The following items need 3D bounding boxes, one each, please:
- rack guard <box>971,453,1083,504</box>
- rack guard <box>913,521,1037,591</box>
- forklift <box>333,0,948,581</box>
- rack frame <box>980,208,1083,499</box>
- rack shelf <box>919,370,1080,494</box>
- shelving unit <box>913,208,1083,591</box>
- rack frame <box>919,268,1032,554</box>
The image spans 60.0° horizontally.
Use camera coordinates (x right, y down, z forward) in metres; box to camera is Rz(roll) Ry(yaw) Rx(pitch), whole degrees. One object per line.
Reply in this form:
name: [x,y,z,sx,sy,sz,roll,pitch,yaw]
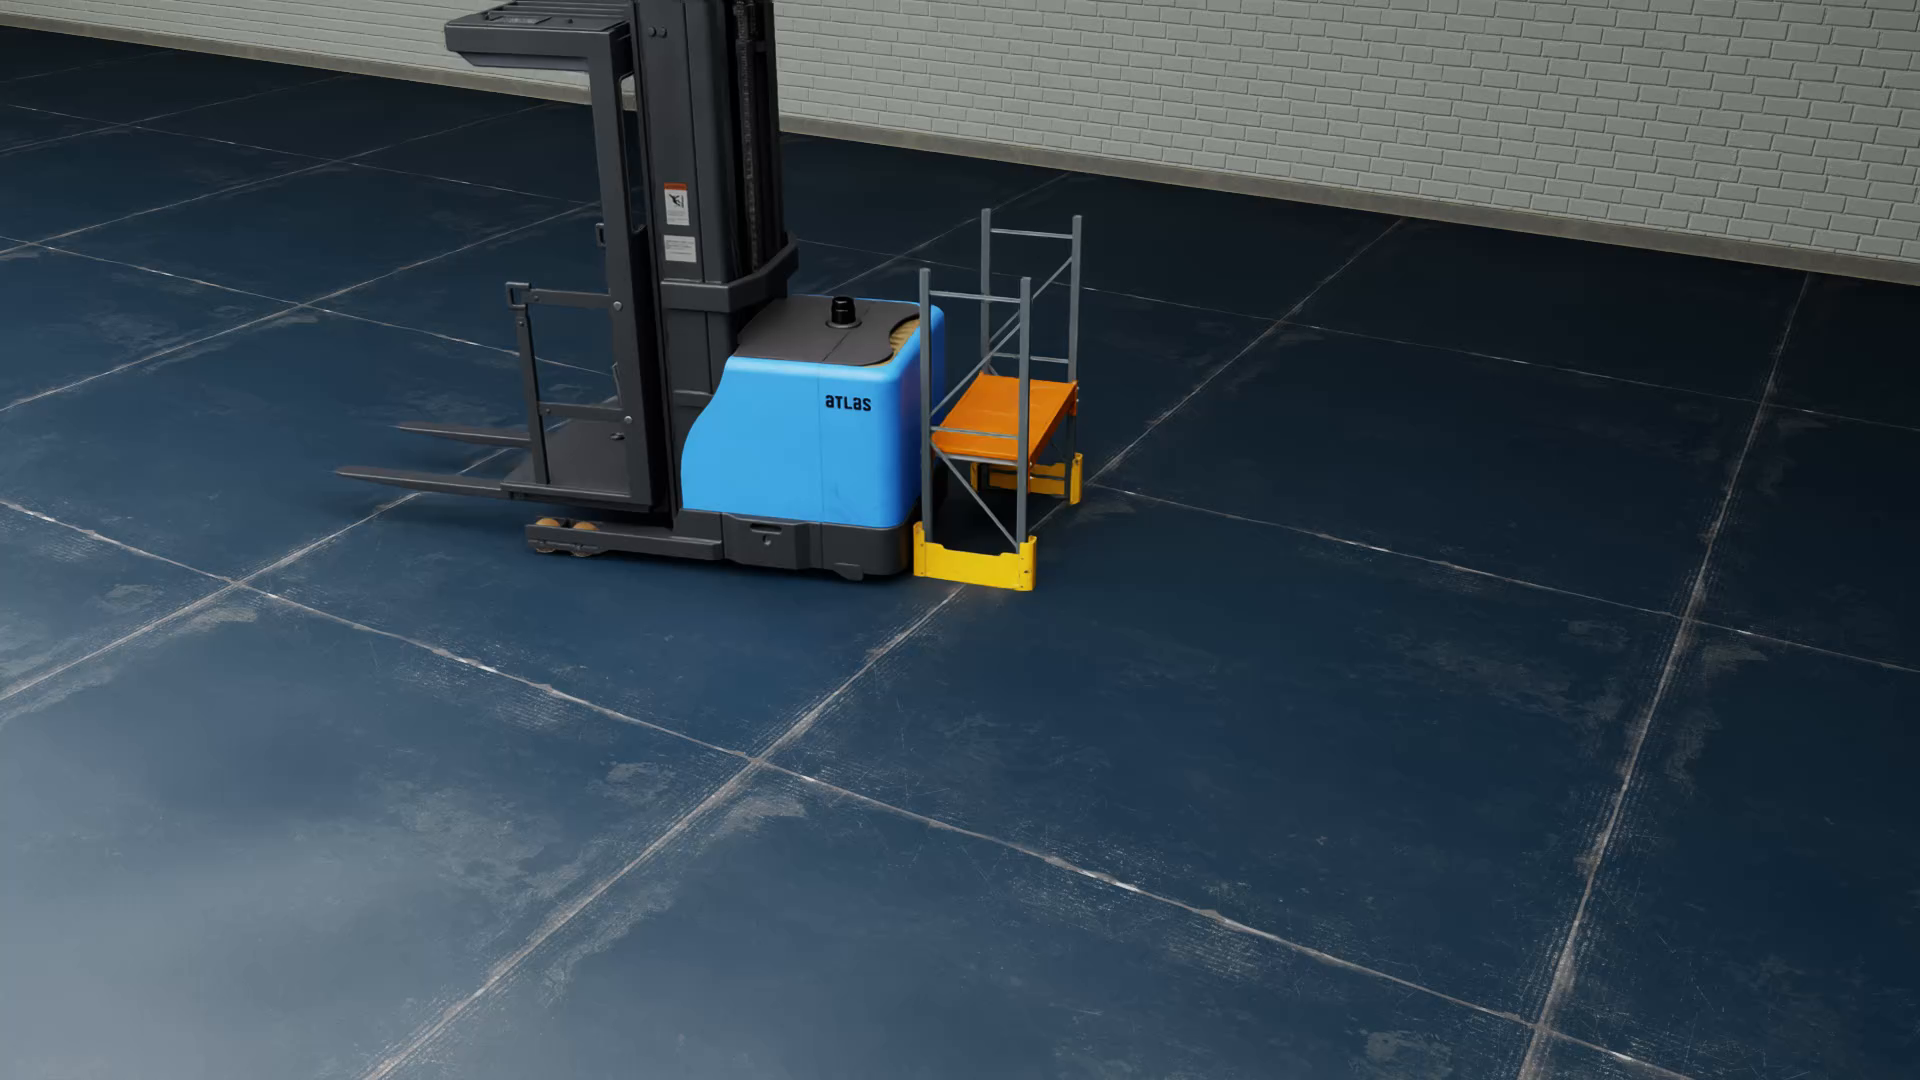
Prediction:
rack guard: [0.344,-0.352,8.674,0.587,0.250,0.087,7,28,14]
rack guard: [0.066,0.076,7.819,0.587,0.250,0.087,7,28,14]
forklift: [-1.635,-1.450,7.873,3.031,2.935,1.130,6,27,11]
rack frame: [0.350,-0.919,8.411,0.500,1.500,0.032,7,28,14]
rack shelf: [0.208,-0.540,8.055,0.538,0.185,1.000,7,28,14]
shelving unit: [0.205,-0.697,7.967,0.587,1.500,1.083,7,28,14]
rack frame: [0.066,-0.482,7.538,0.500,1.500,0.032,7,28,14]
